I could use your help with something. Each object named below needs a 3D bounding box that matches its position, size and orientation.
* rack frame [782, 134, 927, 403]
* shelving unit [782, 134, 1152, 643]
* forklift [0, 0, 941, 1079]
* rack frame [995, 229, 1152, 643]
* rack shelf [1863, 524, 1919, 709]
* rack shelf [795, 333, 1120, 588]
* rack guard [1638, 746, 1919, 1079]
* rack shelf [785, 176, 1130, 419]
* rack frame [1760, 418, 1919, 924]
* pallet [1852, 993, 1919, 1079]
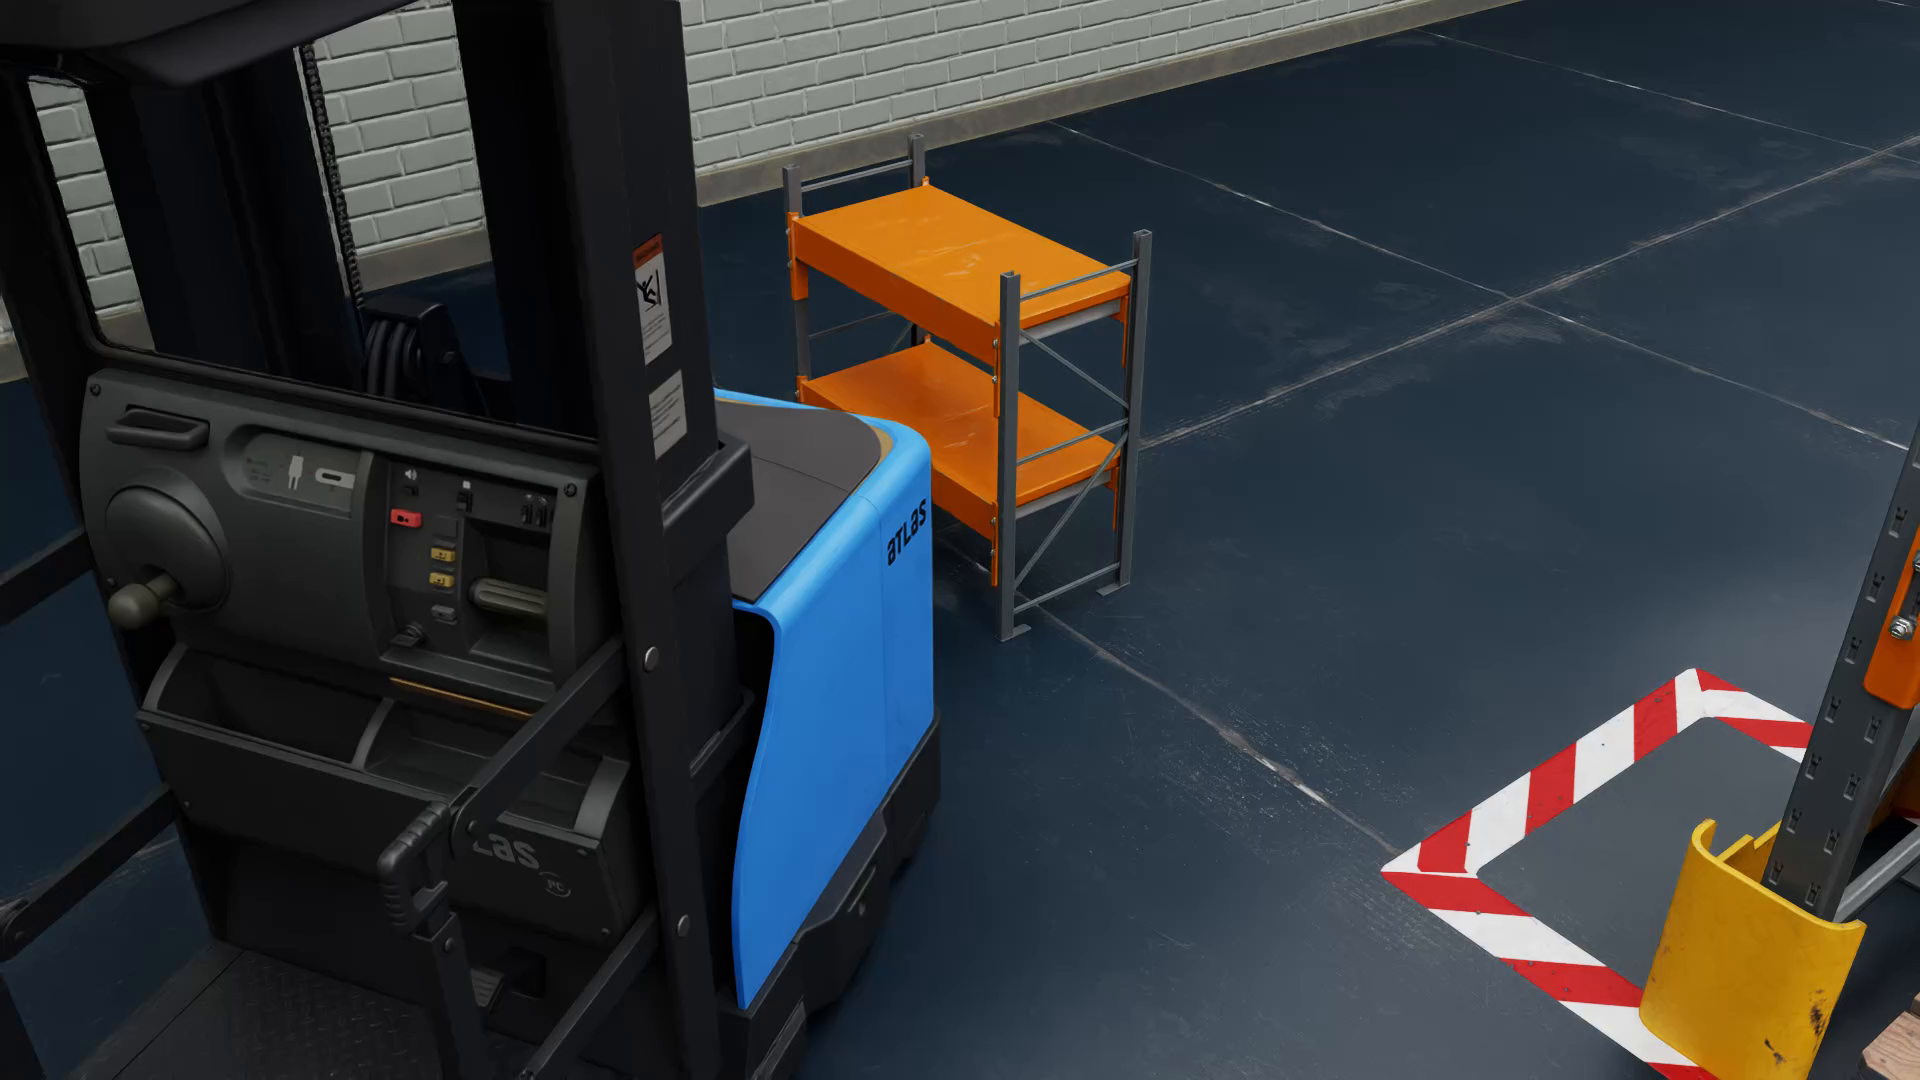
[{"bbox_3d":[-0.316,-0.693,5.299,0.500,1.125,0.032,-22,38,-31],"label":"rack frame"},{"bbox_3d":[-0.004,-0.481,4.958,0.538,1.125,1.048,-22,38,-31],"label":"shelving unit"},{"bbox_3d":[-1.053,0.051,2.390,1.130,2.935,3.031,12,34,18],"label":"forklift"},{"bbox_3d":[0.308,-0.269,4.617,0.500,1.125,0.032,-22,38,-31],"label":"rack frame"},{"bbox_3d":[3.259,0.781,1.832,1.077,0.370,4.000,-22,38,-31],"label":"rack shelf"},{"bbox_3d":[-0.004,-0.273,5.087,0.538,0.278,1.000,-22,38,-31],"label":"rack shelf"},{"bbox_3d":[2.007,0.698,3.653,1.175,0.500,0.348,-22,38,-31],"label":"rack guard"},{"bbox_3d":[-0.004,-0.729,4.803,0.538,0.278,1.000,-22,38,-31],"label":"rack shelf"},{"bbox_3d":[2.032,-0.359,2.984,1.000,3.000,0.127,-22,38,-31],"label":"rack frame"},{"bbox_3d":[2.507,1.182,3.146,1.003,0.211,1.213,-22,38,-31],"label":"pallet"}]
